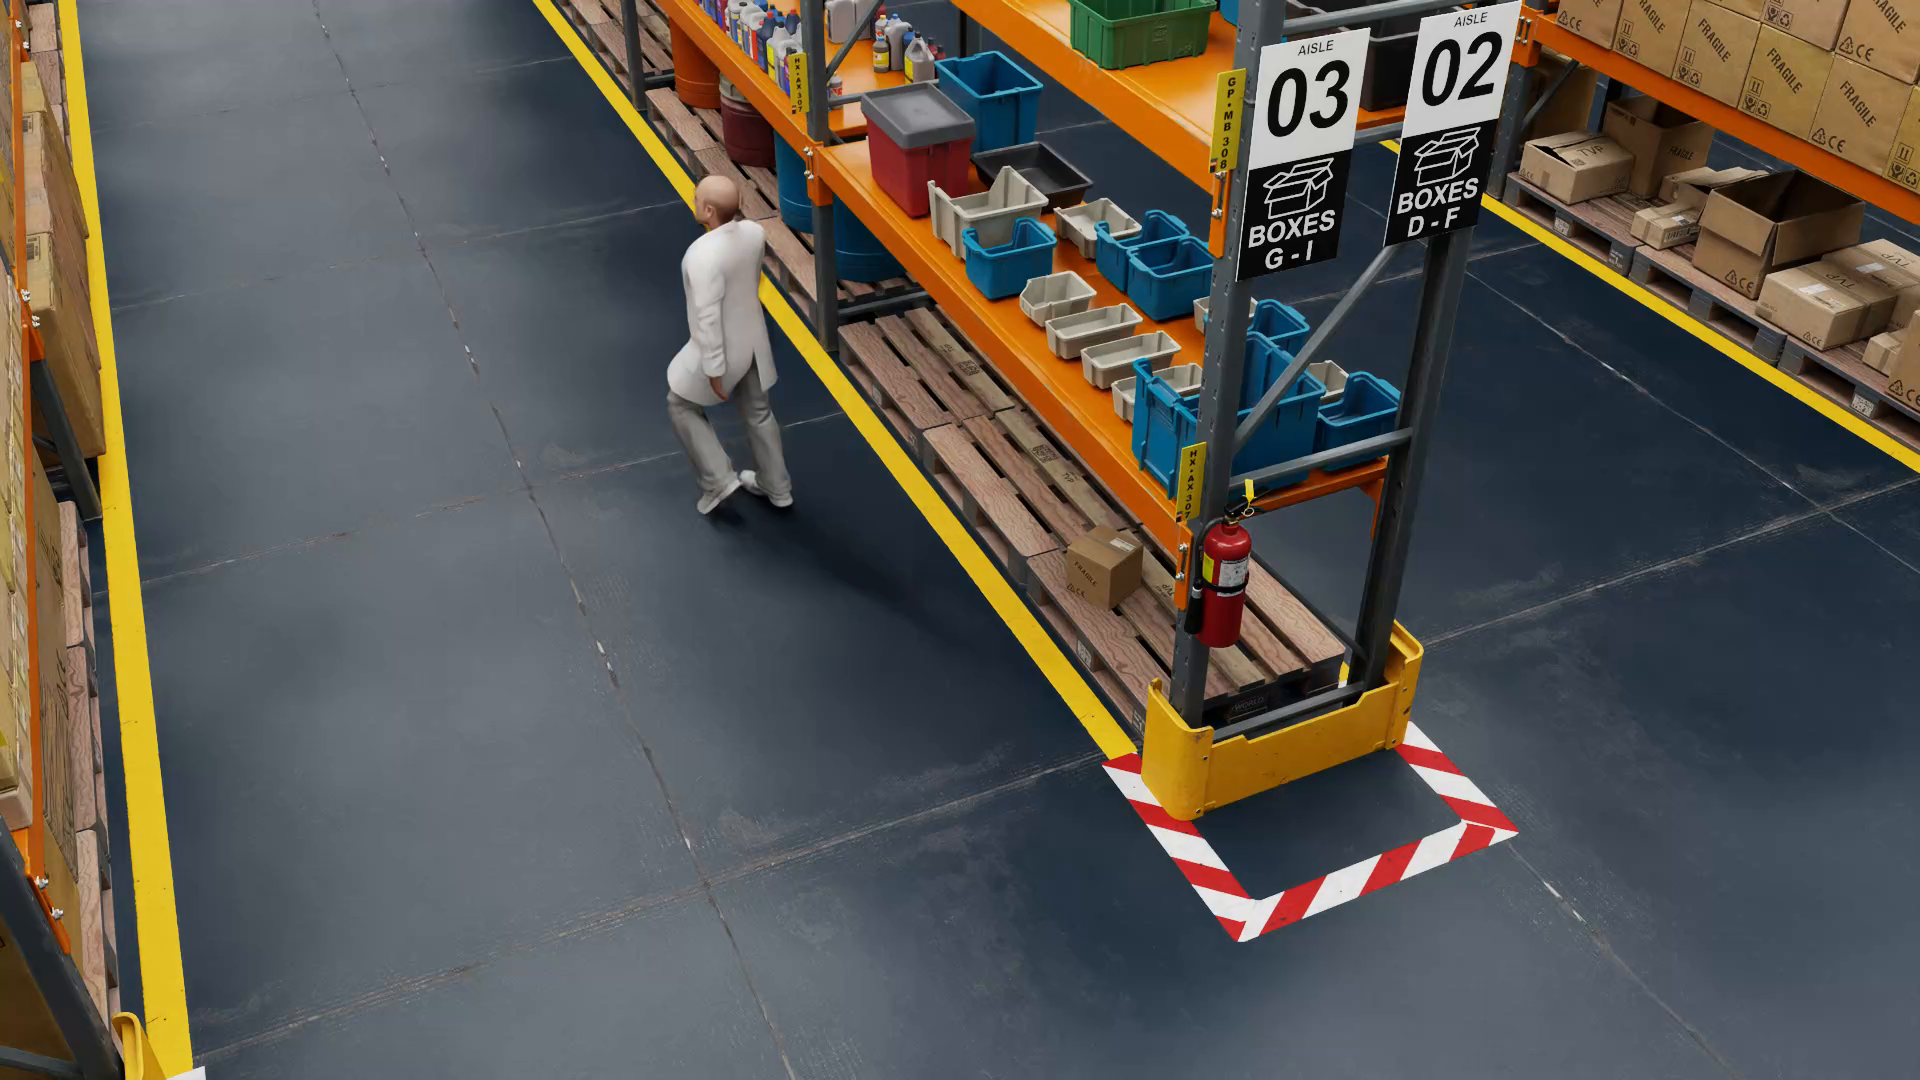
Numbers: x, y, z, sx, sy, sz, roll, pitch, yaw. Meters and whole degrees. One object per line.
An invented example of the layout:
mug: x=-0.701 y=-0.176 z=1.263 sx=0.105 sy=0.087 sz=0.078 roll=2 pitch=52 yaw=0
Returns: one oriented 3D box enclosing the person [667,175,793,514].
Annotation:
person: x=-1.127 y=-0.903 z=8.089 sx=0.556 sy=1.844 sz=0.580 roll=22 pitch=42 yaw=27
